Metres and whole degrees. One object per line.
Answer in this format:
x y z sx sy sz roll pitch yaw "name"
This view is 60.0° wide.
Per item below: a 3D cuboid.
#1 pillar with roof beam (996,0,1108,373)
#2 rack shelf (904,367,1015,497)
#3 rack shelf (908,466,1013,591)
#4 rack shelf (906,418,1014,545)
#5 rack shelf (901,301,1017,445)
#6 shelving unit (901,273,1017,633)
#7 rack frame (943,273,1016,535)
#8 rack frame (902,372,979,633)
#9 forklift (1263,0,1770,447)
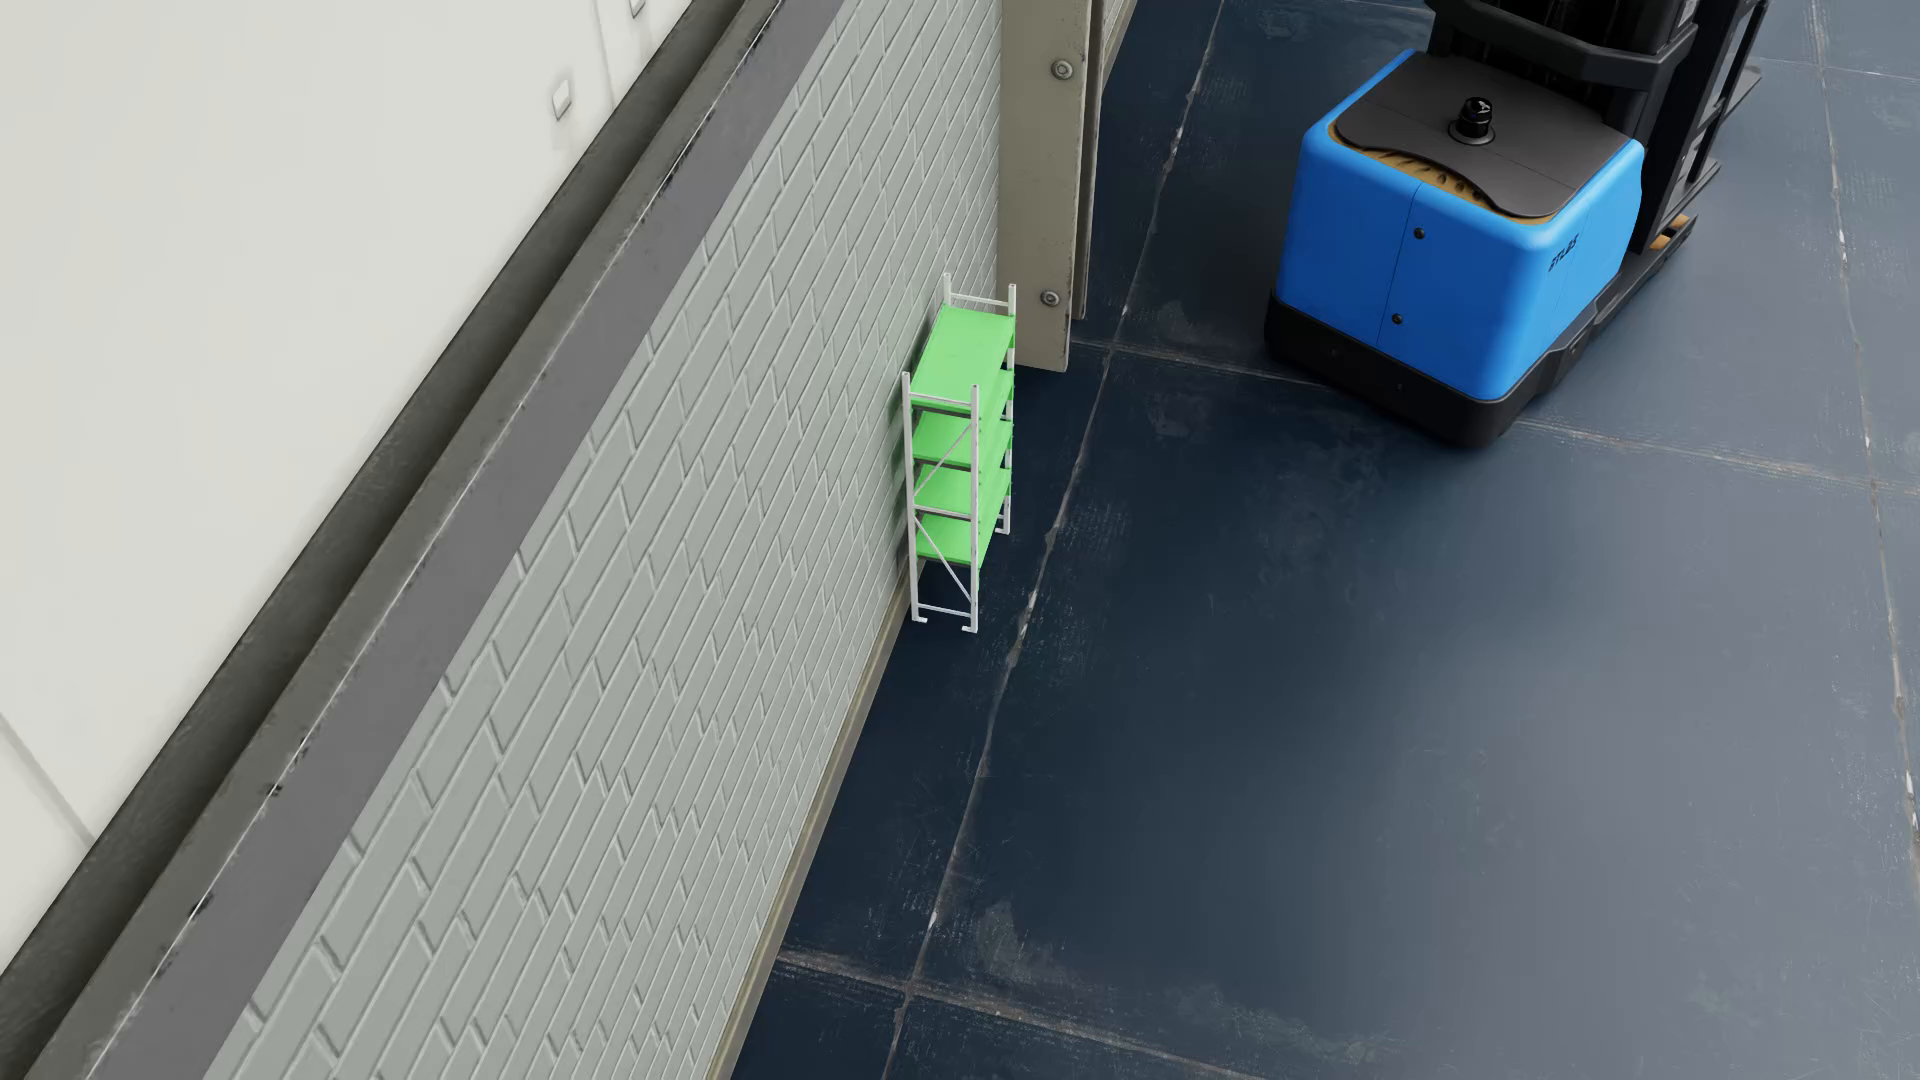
4.489 -2.992 2.889 9.100 9.000 0.400 12 50 10 "pillar with roof beam"
0.003 -0.386 5.554 0.258 0.148 0.480 11 49 10 "rack shelf"
0.005 -0.067 5.914 0.258 0.148 0.480 11 49 10 "rack shelf"
0.004 -0.226 5.734 0.258 0.148 0.480 11 49 10 "rack shelf"
0.002 -0.545 5.374 0.258 0.148 0.480 11 49 10 "rack shelf"
0.004 -0.269 5.686 0.258 1.200 0.503 11 49 10 "shelving unit"
0.066 -0.446 5.842 0.240 1.200 0.015 11 49 10 "rack frame"
-0.058 -0.092 5.530 0.240 1.200 0.015 11 49 10 "rack frame"
2.596 -2.367 6.385 1.130 2.935 3.031 33 56 25 "forklift"
